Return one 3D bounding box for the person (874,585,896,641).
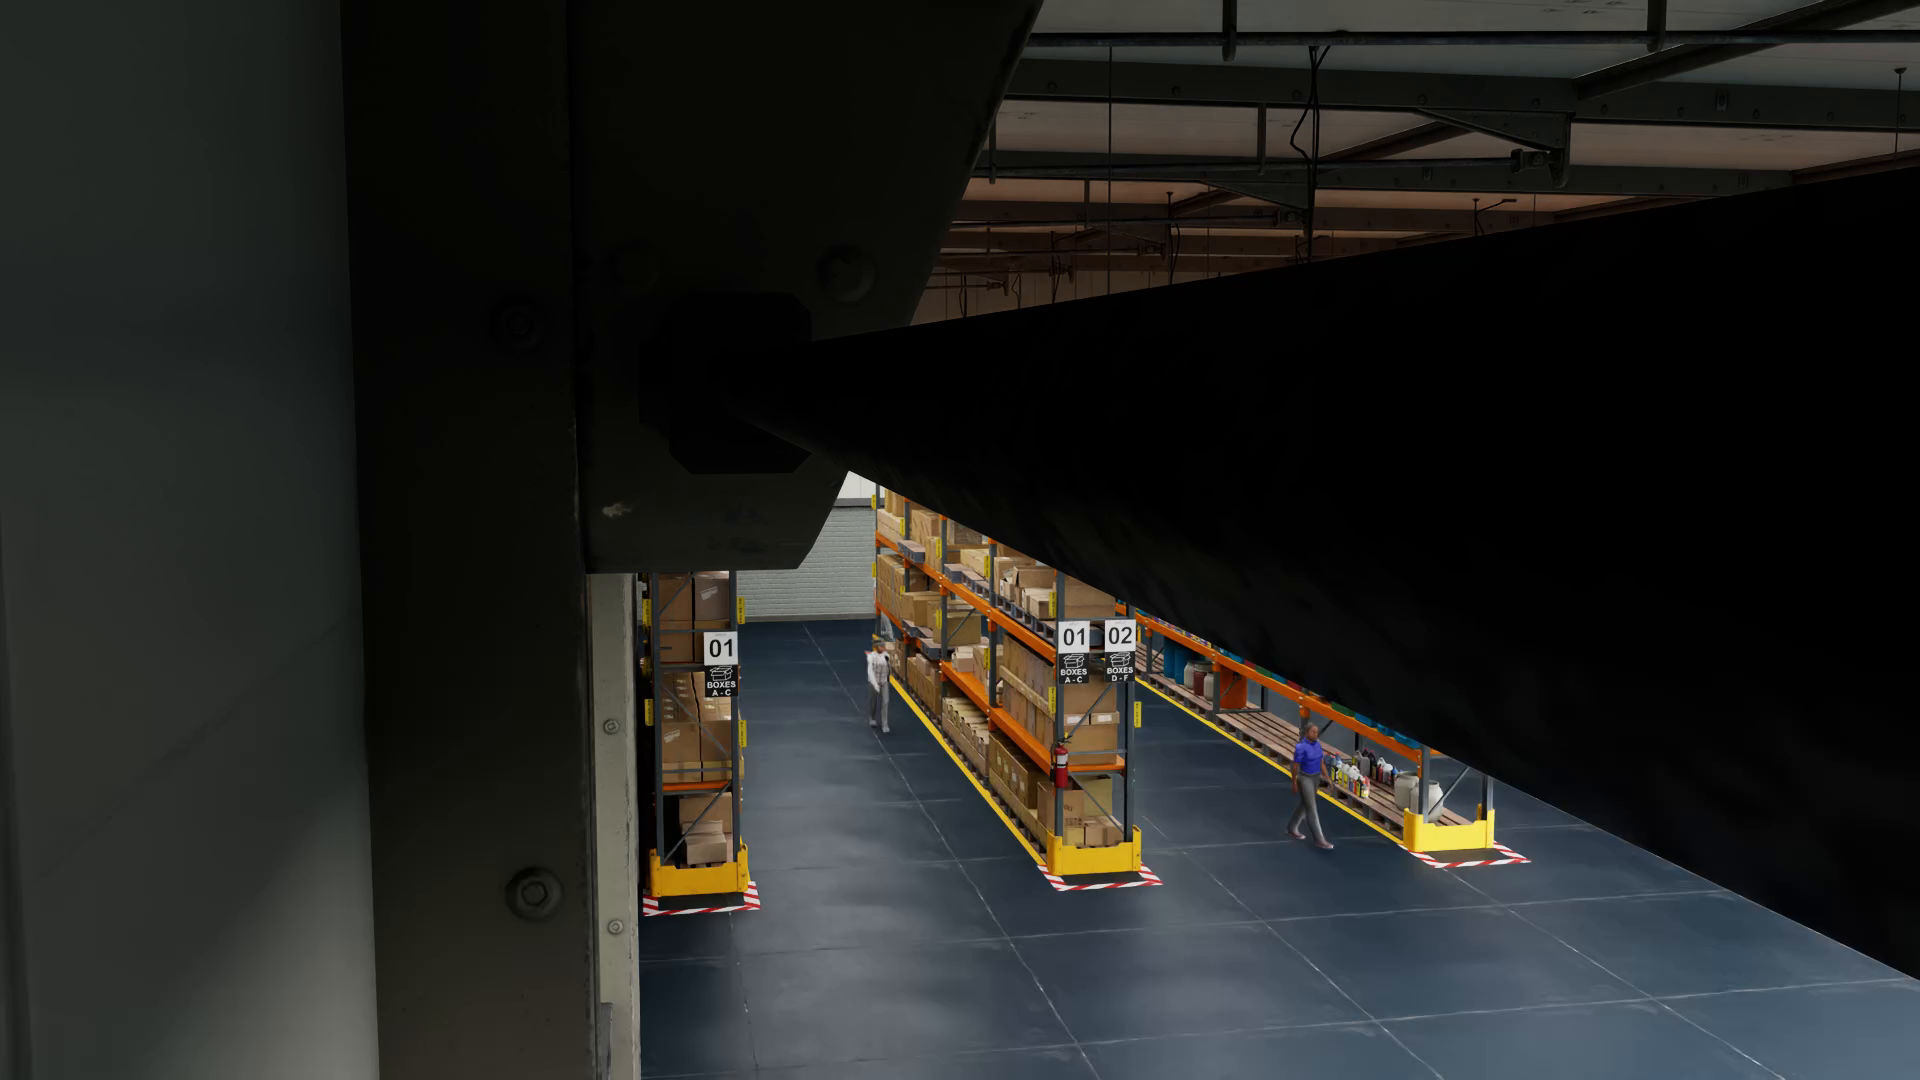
[{"bbox_3d":[-1.714,1.445,39.242,0.553,1.763,0.945,-6,8,-44],"label":"person"}]

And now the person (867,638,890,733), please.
[{"bbox_3d":[-1.402,2.515,29.213,0.467,1.616,0.935,-2,6,-19],"label":"person"}]

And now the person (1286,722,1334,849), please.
[{"bbox_3d":[4.705,3.237,22.125,0.486,1.624,0.887,-6,8,-45],"label":"person"}]
